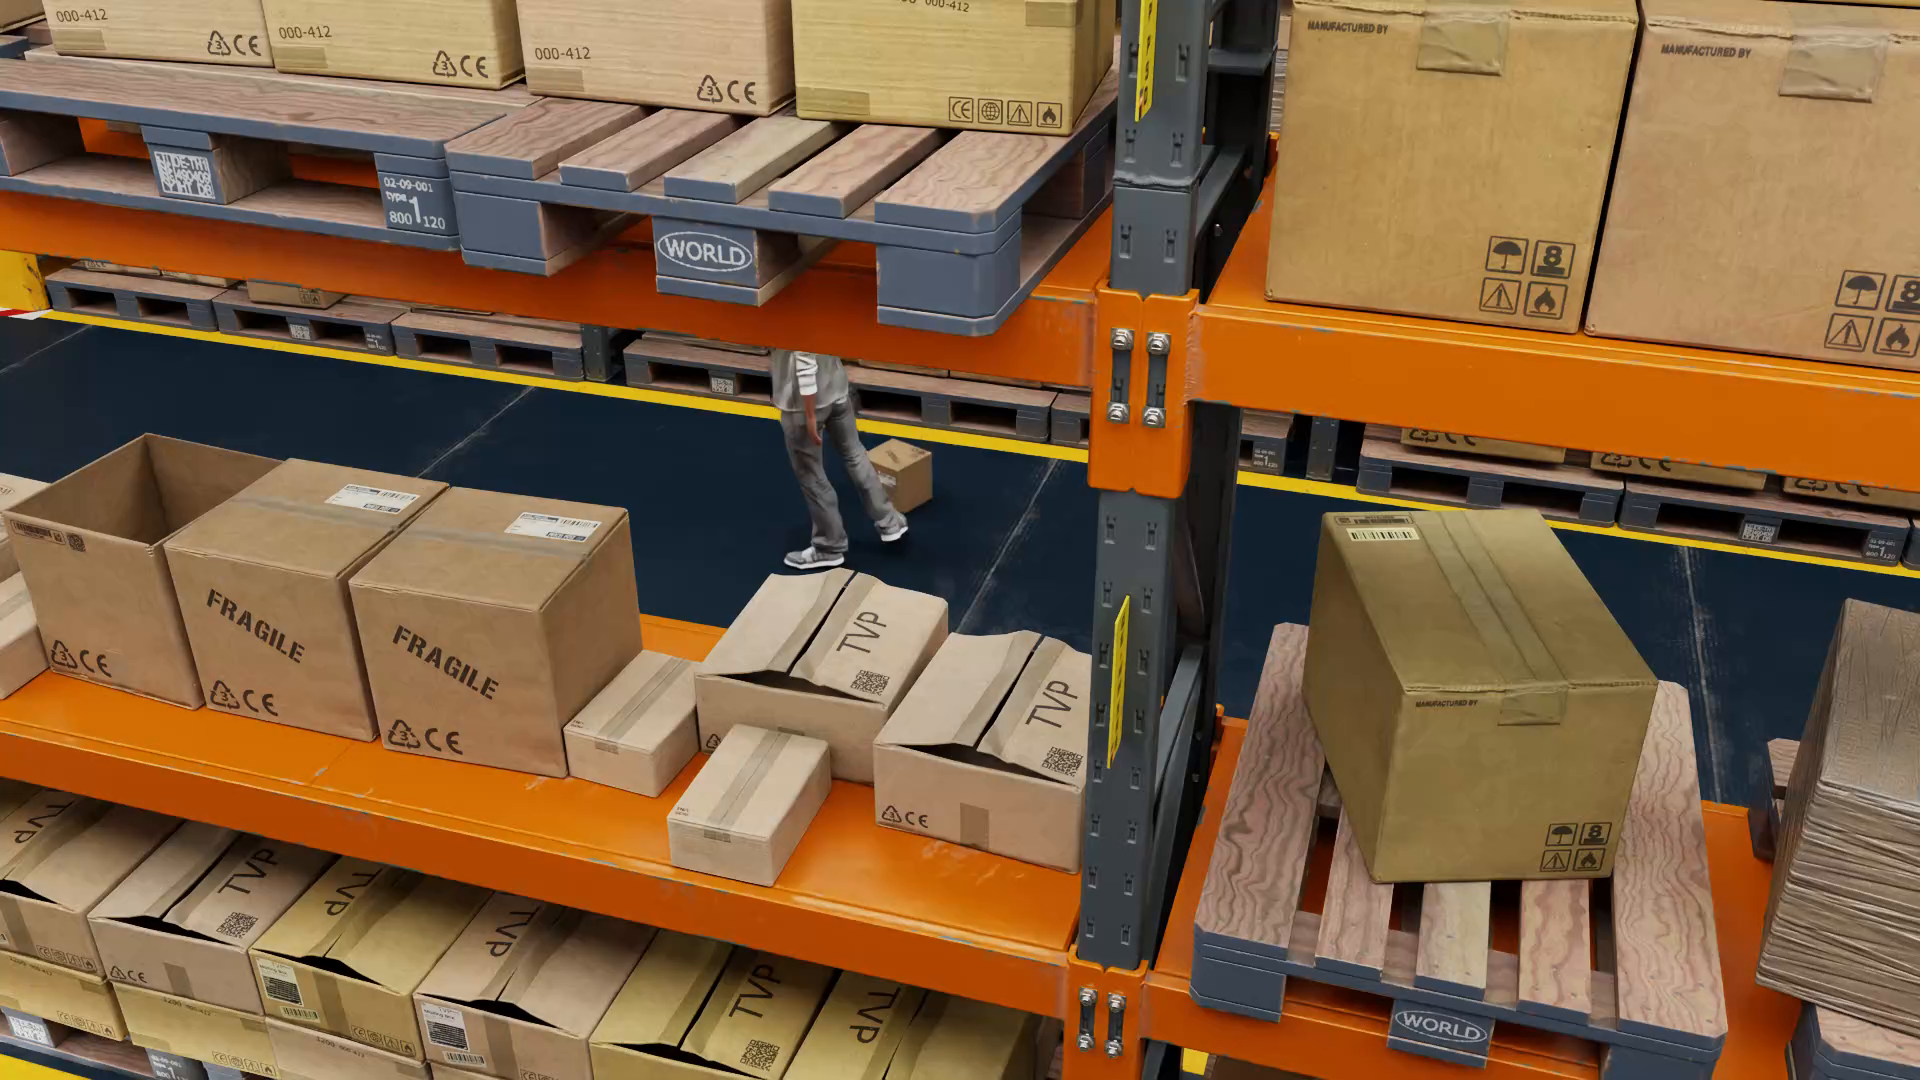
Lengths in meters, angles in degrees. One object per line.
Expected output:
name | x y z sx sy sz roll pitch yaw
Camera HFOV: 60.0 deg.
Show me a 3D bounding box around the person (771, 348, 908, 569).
person | -0.521 -0.636 7.255 0.458 1.592 0.598 16 33 26
